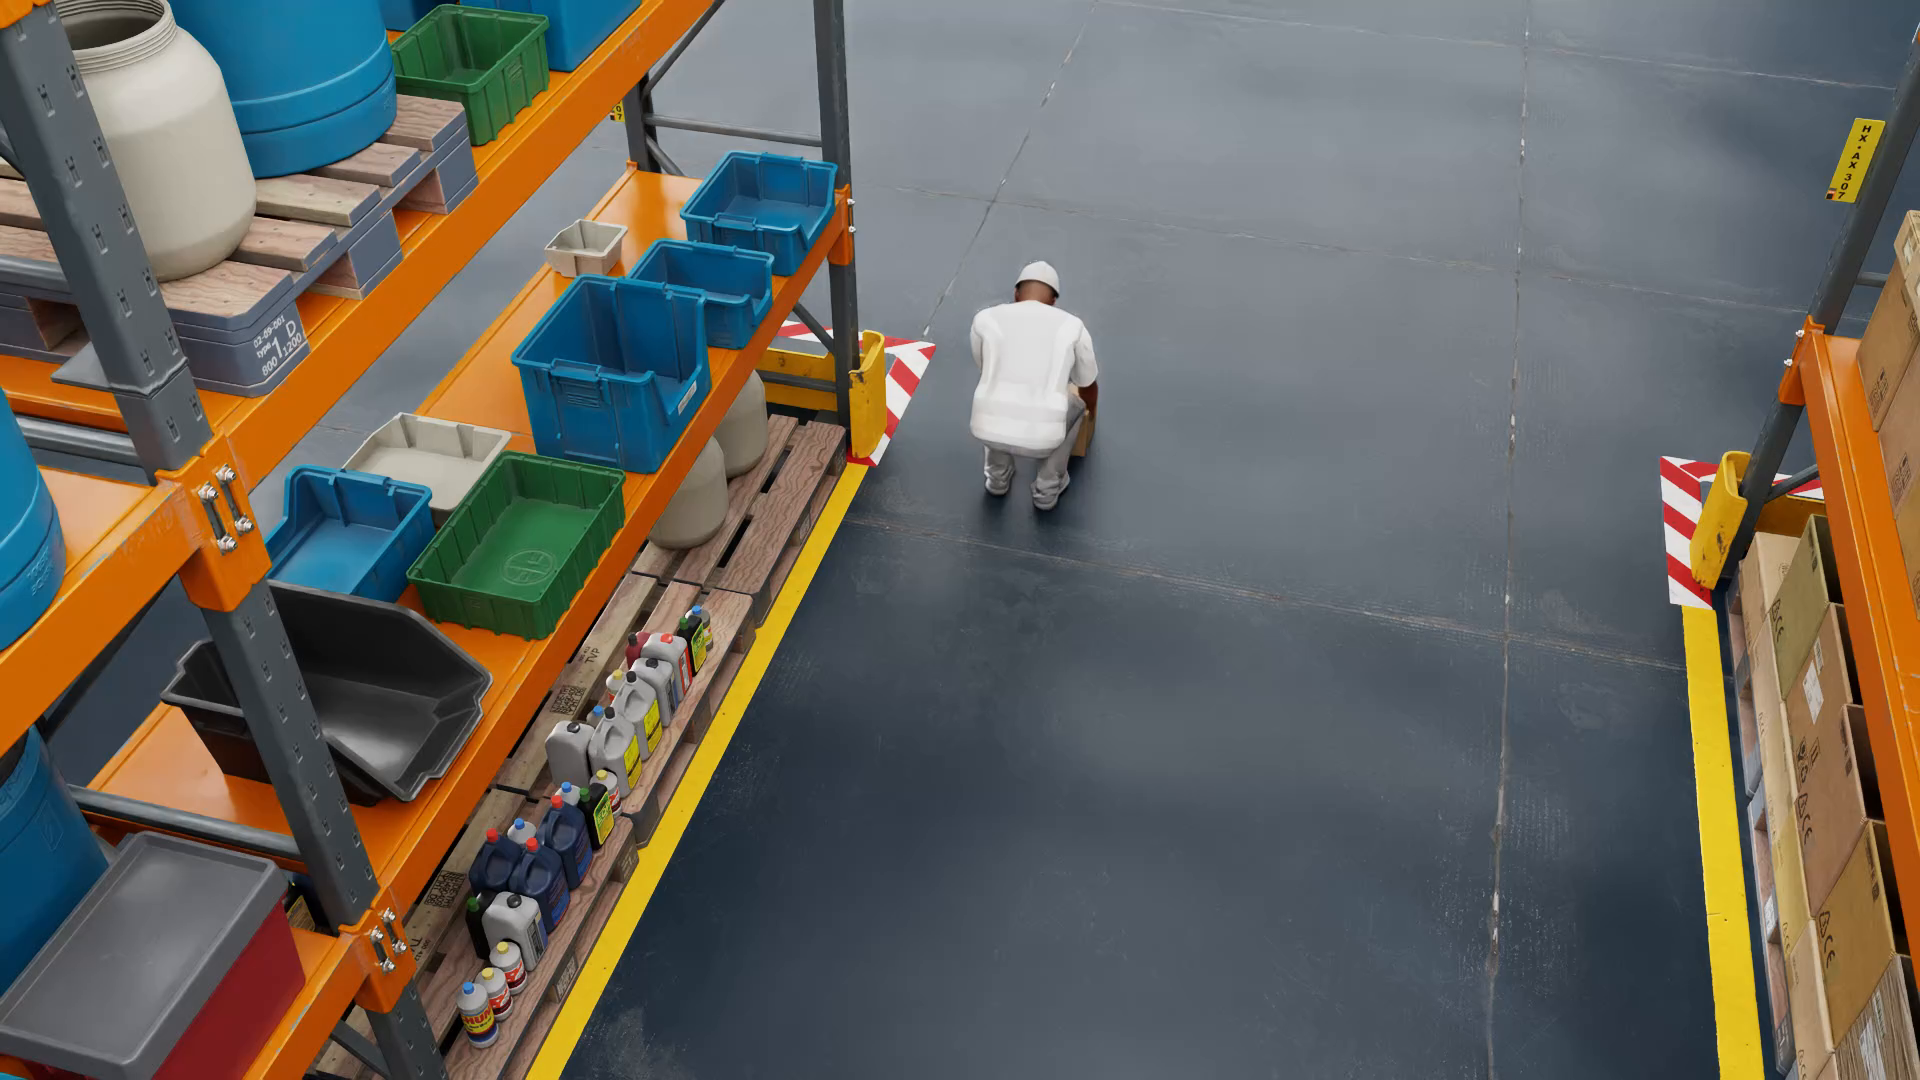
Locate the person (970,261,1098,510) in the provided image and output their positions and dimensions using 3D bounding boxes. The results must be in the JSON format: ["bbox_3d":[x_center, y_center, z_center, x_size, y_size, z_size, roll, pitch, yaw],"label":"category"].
[{"bbox_3d":[0.306,-0.683,7.581,0.587,0.924,0.900,10,42,11],"label":"person"}]
